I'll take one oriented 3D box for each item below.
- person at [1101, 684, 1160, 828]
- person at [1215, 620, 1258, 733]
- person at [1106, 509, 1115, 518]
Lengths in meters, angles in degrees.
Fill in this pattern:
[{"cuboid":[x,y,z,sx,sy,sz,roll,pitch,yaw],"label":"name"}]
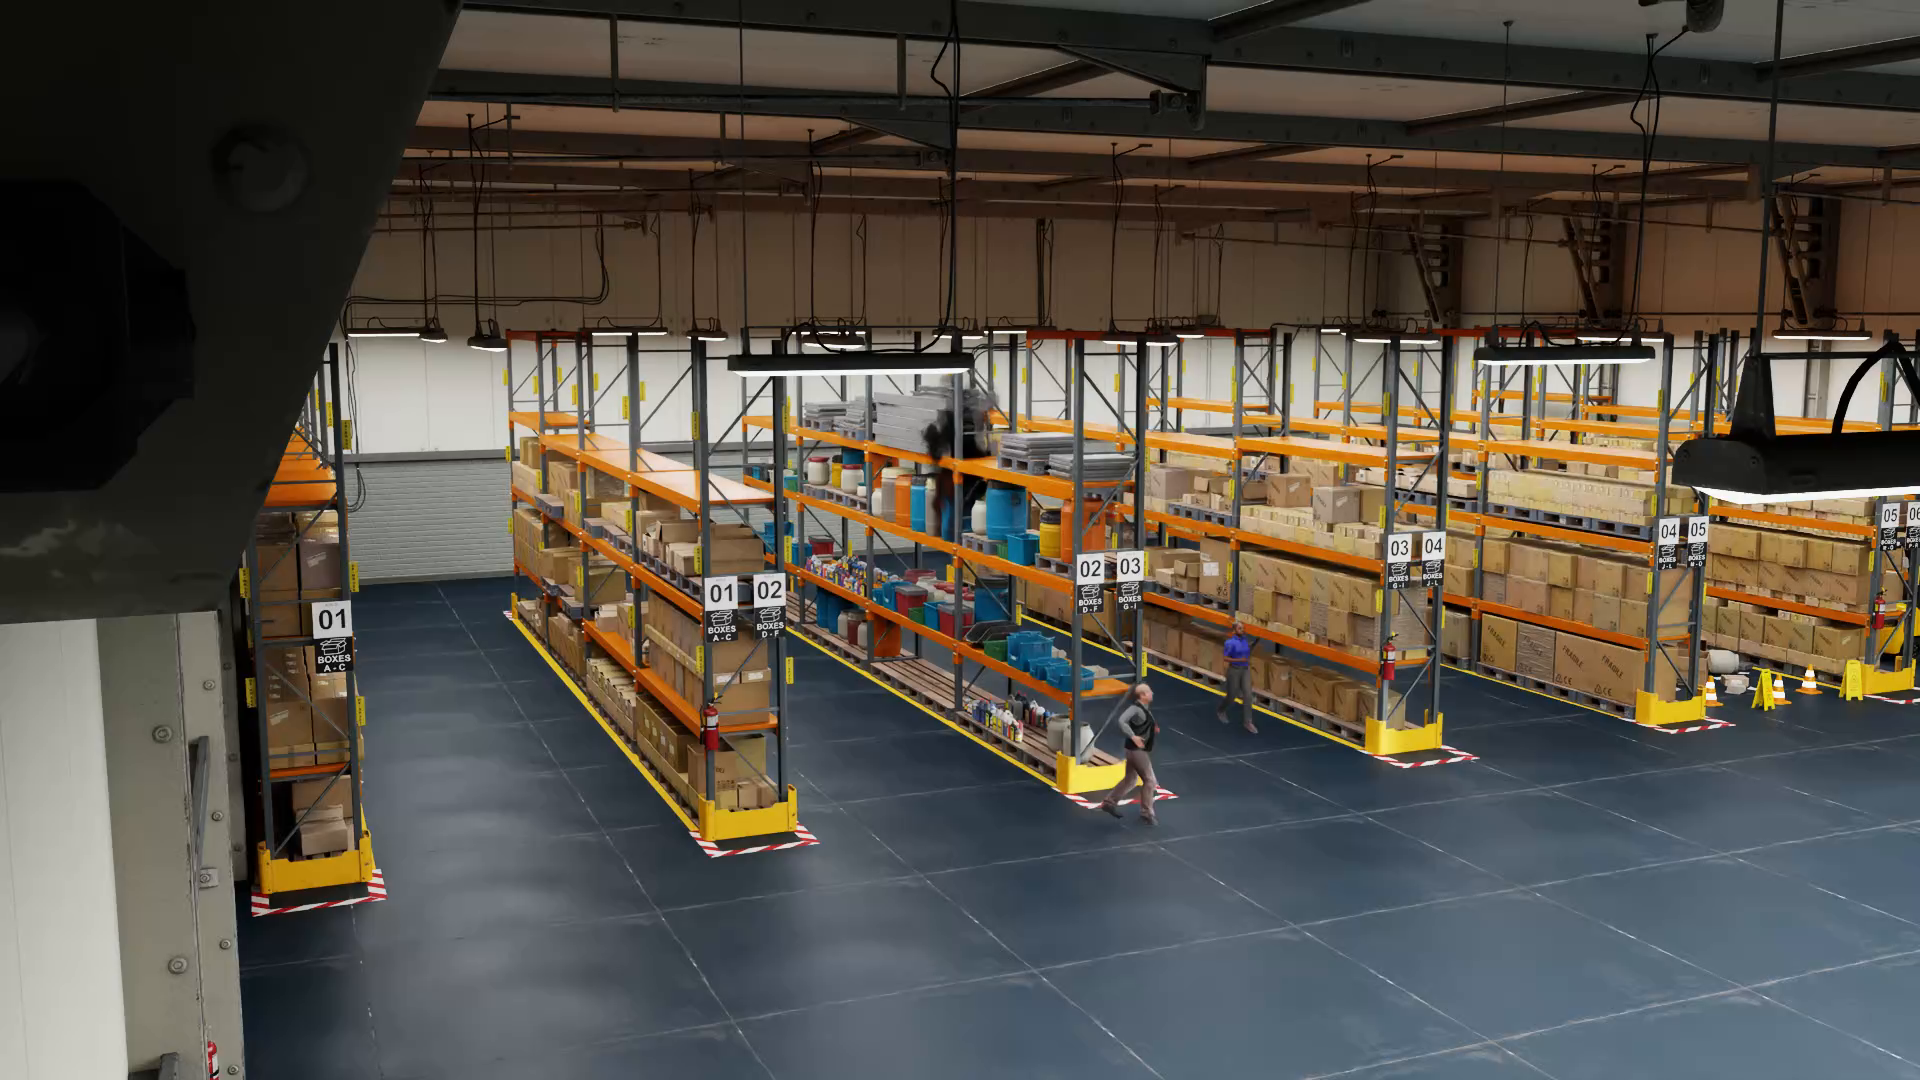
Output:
[{"cuboid":[2.177,2.684,20.851,0.766,1.773,0.659,2,8,12],"label":"person"},{"cuboid":[4.235,2.049,25.336,0.581,1.659,0.876,-4,9,-27],"label":"person"},{"cuboid":[3.633,-0.050,40.875,0.705,1.669,0.618,5,9,34],"label":"person"}]
